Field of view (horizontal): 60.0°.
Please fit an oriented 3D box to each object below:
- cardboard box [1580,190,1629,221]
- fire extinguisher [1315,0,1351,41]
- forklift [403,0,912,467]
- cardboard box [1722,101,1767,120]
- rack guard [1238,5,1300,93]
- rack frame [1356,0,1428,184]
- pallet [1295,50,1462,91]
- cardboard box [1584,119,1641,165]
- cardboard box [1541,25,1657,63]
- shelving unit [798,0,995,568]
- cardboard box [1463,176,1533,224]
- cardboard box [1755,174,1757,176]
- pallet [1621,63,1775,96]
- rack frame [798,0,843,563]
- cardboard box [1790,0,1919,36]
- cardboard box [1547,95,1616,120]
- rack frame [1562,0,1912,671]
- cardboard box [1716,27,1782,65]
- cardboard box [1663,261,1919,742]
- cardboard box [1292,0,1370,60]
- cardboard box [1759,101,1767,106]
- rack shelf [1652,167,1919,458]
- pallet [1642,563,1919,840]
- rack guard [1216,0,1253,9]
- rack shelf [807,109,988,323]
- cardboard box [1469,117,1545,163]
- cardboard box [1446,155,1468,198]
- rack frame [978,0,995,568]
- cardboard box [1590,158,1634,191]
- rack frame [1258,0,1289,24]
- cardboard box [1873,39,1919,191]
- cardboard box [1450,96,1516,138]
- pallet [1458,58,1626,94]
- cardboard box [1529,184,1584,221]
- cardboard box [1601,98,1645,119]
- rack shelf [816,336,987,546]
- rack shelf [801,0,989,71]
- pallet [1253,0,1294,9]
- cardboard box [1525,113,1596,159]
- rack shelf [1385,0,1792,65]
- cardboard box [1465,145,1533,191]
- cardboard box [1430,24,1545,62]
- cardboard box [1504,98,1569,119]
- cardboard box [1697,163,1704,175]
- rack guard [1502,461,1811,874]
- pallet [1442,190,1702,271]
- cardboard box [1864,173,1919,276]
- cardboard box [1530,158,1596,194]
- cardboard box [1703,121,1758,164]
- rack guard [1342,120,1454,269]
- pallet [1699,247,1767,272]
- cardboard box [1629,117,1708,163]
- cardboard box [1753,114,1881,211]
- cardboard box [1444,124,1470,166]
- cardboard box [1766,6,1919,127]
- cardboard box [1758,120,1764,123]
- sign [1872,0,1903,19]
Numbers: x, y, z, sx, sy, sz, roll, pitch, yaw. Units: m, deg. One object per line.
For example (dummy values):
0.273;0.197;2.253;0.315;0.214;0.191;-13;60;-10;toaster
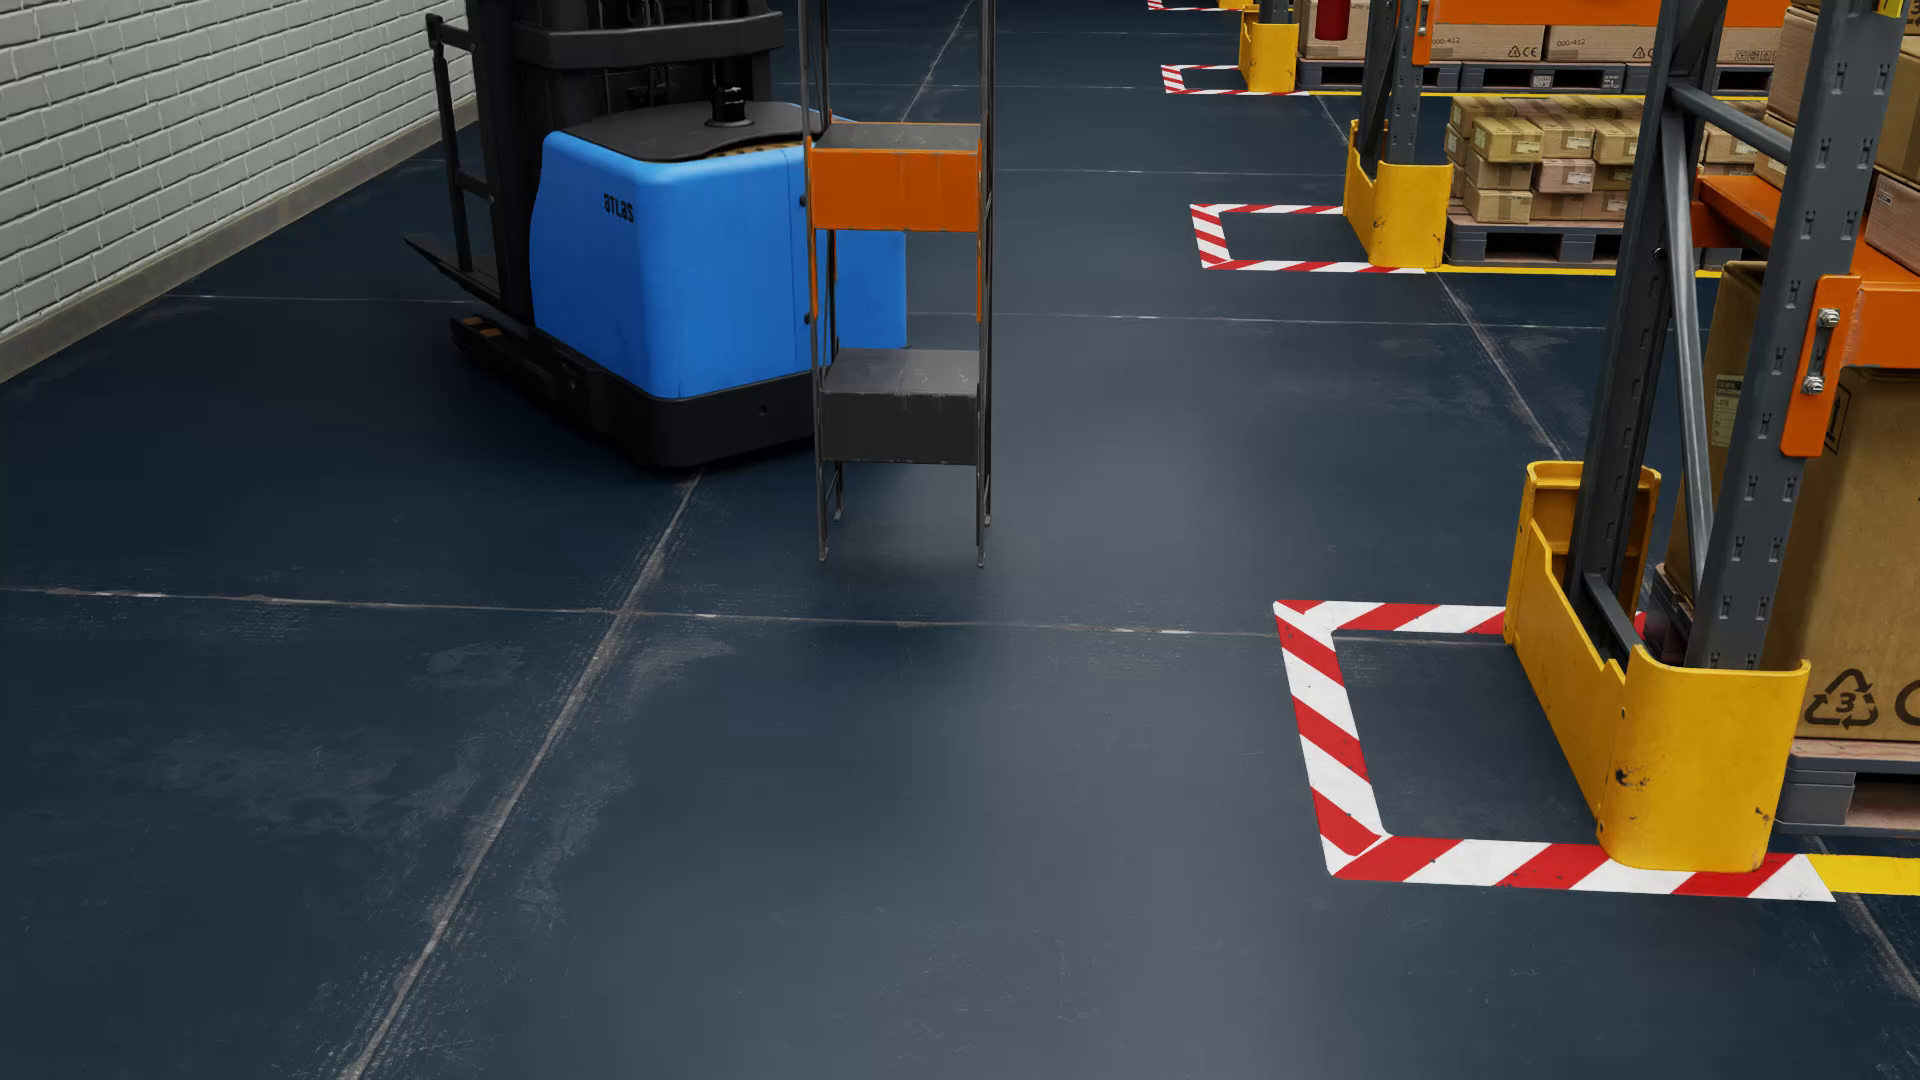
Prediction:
3.174;-1.706;8.276;0.250;0.149;0.380;2;25;5;cardboard box
1.945;-2.935;8.579;0.183;0.674;0.296;2;25;4;fire extinguisher
-1.453;-2.133;6.379;1.130;2.935;3.031;-17;30;-33;forklift
4.002;-2.132;8.491;0.250;0.149;0.380;1;25;2;cardboard box
2.415;-3.871;13.065;0.348;0.500;1.175;2;25;4;rack guard
2.161;-2.939;8.050;0.127;3.000;1.000;2;25;4;rack frame
3.242;-3.746;13.139;1.213;0.211;1.003;2;25;4;pallet
3.183;-1.927;8.046;0.250;0.149;0.380;2;25;4;cardboard box
4.917;-3.998;12.913;0.875;0.438;0.875;1;25;2;cardboard box
-0.165;-0.959;4.823;0.503;2.100;0.431;2;25;4;shelving unit
2.659;-1.685;8.232;0.250;0.149;0.380;2;25;5;cardboard box
3.976;-1.830;8.190;0.250;0.149;0.380;3;25;7;cardboard box
5.675;-3.668;12.969;1.213;0.211;1.003;2;25;4;pallet
-0.408;-0.967;4.840;0.015;2.100;0.400;2;25;4;rack frame
2.186;-1.377;3.581;0.500;0.500;0.500;2;25;5;cardboard box
3.222;-2.207;8.654;0.250;0.149;0.380;1;25;3;cardboard box
1.680;-0.875;3.564;0.127;3.000;1.000;2;25;4;rack frame
5.809;-3.969;12.851;0.875;0.438;0.875;1;25;3;cardboard box
2.325;-0.114;3.949;0.875;0.875;0.875;2;25;4;cardboard box
3.105;-4.053;13.033;0.875;0.438;0.875;1;25;2;cardboard box
4.265;-2.135;8.499;0.250;0.149;0.380;2;25;4;cardboard box
3.674;-0.485;3.575;4.000;0.370;1.077;2;25;4;rack shelf
2.483;0.384;4.162;1.213;0.211;1.003;2;25;4;pallet
2.891;-5.937;17.554;0.348;0.500;1.175;2;25;4;rack guard
-0.165;-0.947;4.828;0.480;0.518;0.431;2;25;4;rack shelf
2.657;-1.947;8.089;0.250;0.149;0.380;1;25;2;cardboard box
2.702;-1.905;8.710;0.250;0.149;0.380;2;25;5;cardboard box
0.078;-0.951;4.806;0.015;2.100;0.400;2;25;4;rack frame
3.183;-1.843;8.220;0.250;0.149;0.380;2;25;5;cardboard box
2.439;-5.006;12.540;0.127;3.000;1.000;2;25;4;rack frame
2.138;-0.815;3.255;0.500;0.250;0.500;1;25;3;cardboard box
2.708;-2.194;8.626;0.250;0.149;0.380;2;25;5;cardboard box
4.455;-3.706;13.051;1.213;0.211;1.003;2;25;4;pallet
2.926;-1.711;8.288;0.250;0.149;0.380;2;25;4;cardboard box
3.475;-2.172;8.578;0.250;0.149;0.380;1;25;2;cardboard box
-0.165;-0.311;5.121;0.480;0.518;0.431;2;25;4;rack shelf
-0.165;-1.583;4.536;0.480;0.518;0.431;2;25;4;rack shelf
3.686;-5.780;17.560;1.213;0.211;1.003;2;25;4;pallet
2.941;-1.988;8.179;0.250;0.149;0.380;2;25;5;cardboard box
4.155;-2.549;8.061;4.000;0.370;1.077;2;25;4;rack shelf
2.663;-1.847;8.227;0.250;0.149;0.380;3;25;6;cardboard box
4.018;-4.027;12.977;0.875;0.438;0.875;2;25;5;cardboard box
2.954;-2.162;8.557;0.250;0.149;0.380;2;25;5;cardboard box
3.431;-1.790;8.104;0.250;0.149;0.380;3;25;6;cardboard box
1.656;0.259;4.088;0.348;0.500;1.175;2;25;4;rack guard
3.044;-1.630;8.539;1.213;0.211;1.003;2;25;4;pallet
2.009;-0.612;3.293;0.250;0.149;0.380;2;25;5;cardboard box
2.932;-1.814;8.157;0.250;0.149;0.380;2;25;4;cardboard box
3.712;-1.941;8.076;0.250;0.149;0.380;3;25;6;cardboard box
2.236;-1.801;8.567;0.348;0.500;1.175;2;25;4;rack guard
4.257;-1.589;8.452;1.213;0.211;1.003;2;25;4;pallet
3.436;-1.953;8.103;0.250;0.149;0.380;1;25;1;cardboard box
2.061;-0.887;3.890;0.250;0.149;0.380;2;25;5;cardboard box
2.709;-2.072;8.718;0.250;0.149;0.380;1;25;3;cardboard box
2.184;-1.038;3.740;0.500;0.250;0.500;1;25;3;cardboard box
3.971;-1.913;8.016;0.250;0.149;0.380;2;25;5;cardboard box
1.632;-1.074;2.864;0.005;0.325;0.100;2;25;4;sign
